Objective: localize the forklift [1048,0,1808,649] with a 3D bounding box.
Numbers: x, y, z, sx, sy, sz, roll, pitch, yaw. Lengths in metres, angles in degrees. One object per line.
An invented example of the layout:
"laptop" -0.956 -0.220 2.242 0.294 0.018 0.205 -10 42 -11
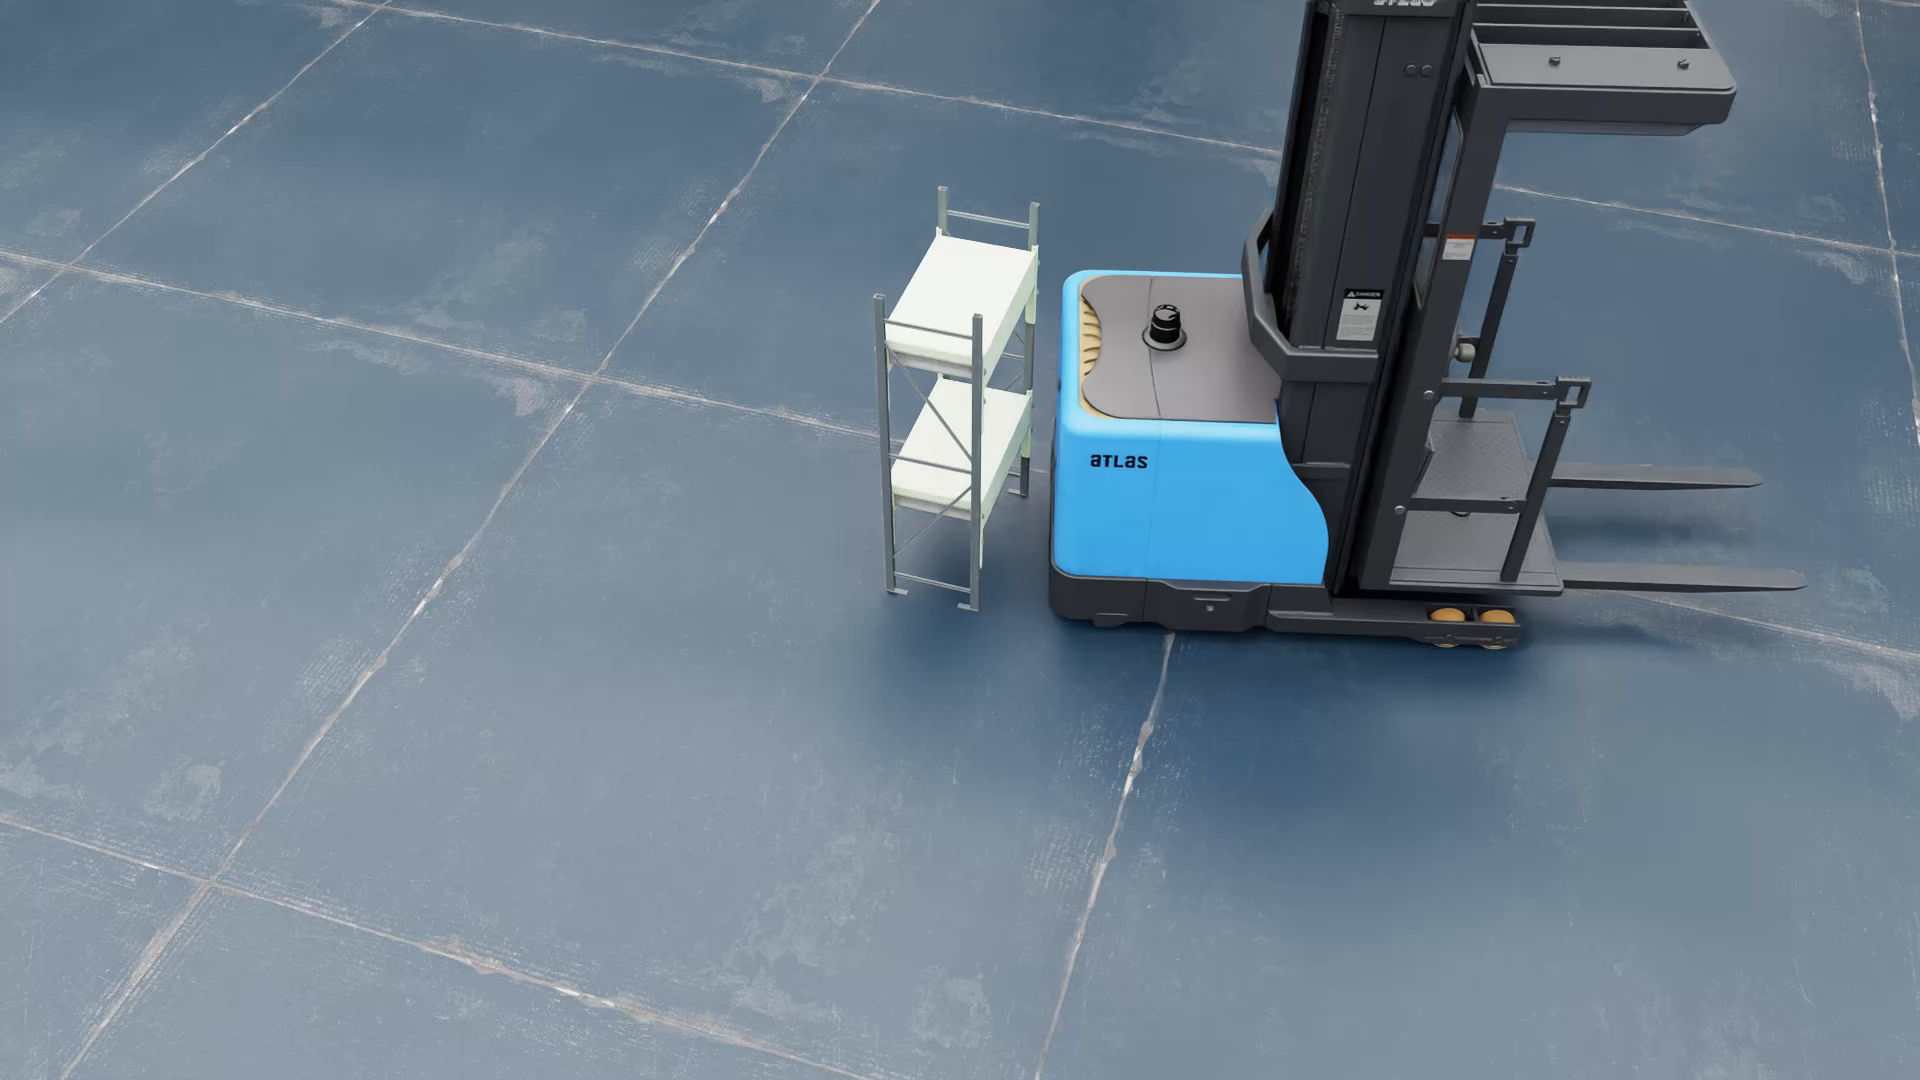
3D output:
"forklift" 1.896 -0.992 6.067 3.031 2.935 1.130 2 44 2

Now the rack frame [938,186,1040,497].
"rack frame" 0.109 -0.776 6.869 0.400 1.500 0.023 13 46 12

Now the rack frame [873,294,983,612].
"rack frame" -0.113 -0.288 6.371 0.400 1.500 0.023 13 46 12

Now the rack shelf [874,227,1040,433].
"rack shelf" -0.002 -0.811 6.347 0.431 0.370 0.720 13 46 12

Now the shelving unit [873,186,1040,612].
"shelving unit" -0.002 -0.532 6.620 0.431 1.500 0.755 13 46 12

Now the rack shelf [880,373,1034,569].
"rack shelf" -0.002 -0.299 6.848 0.431 0.370 0.720 13 46 12
